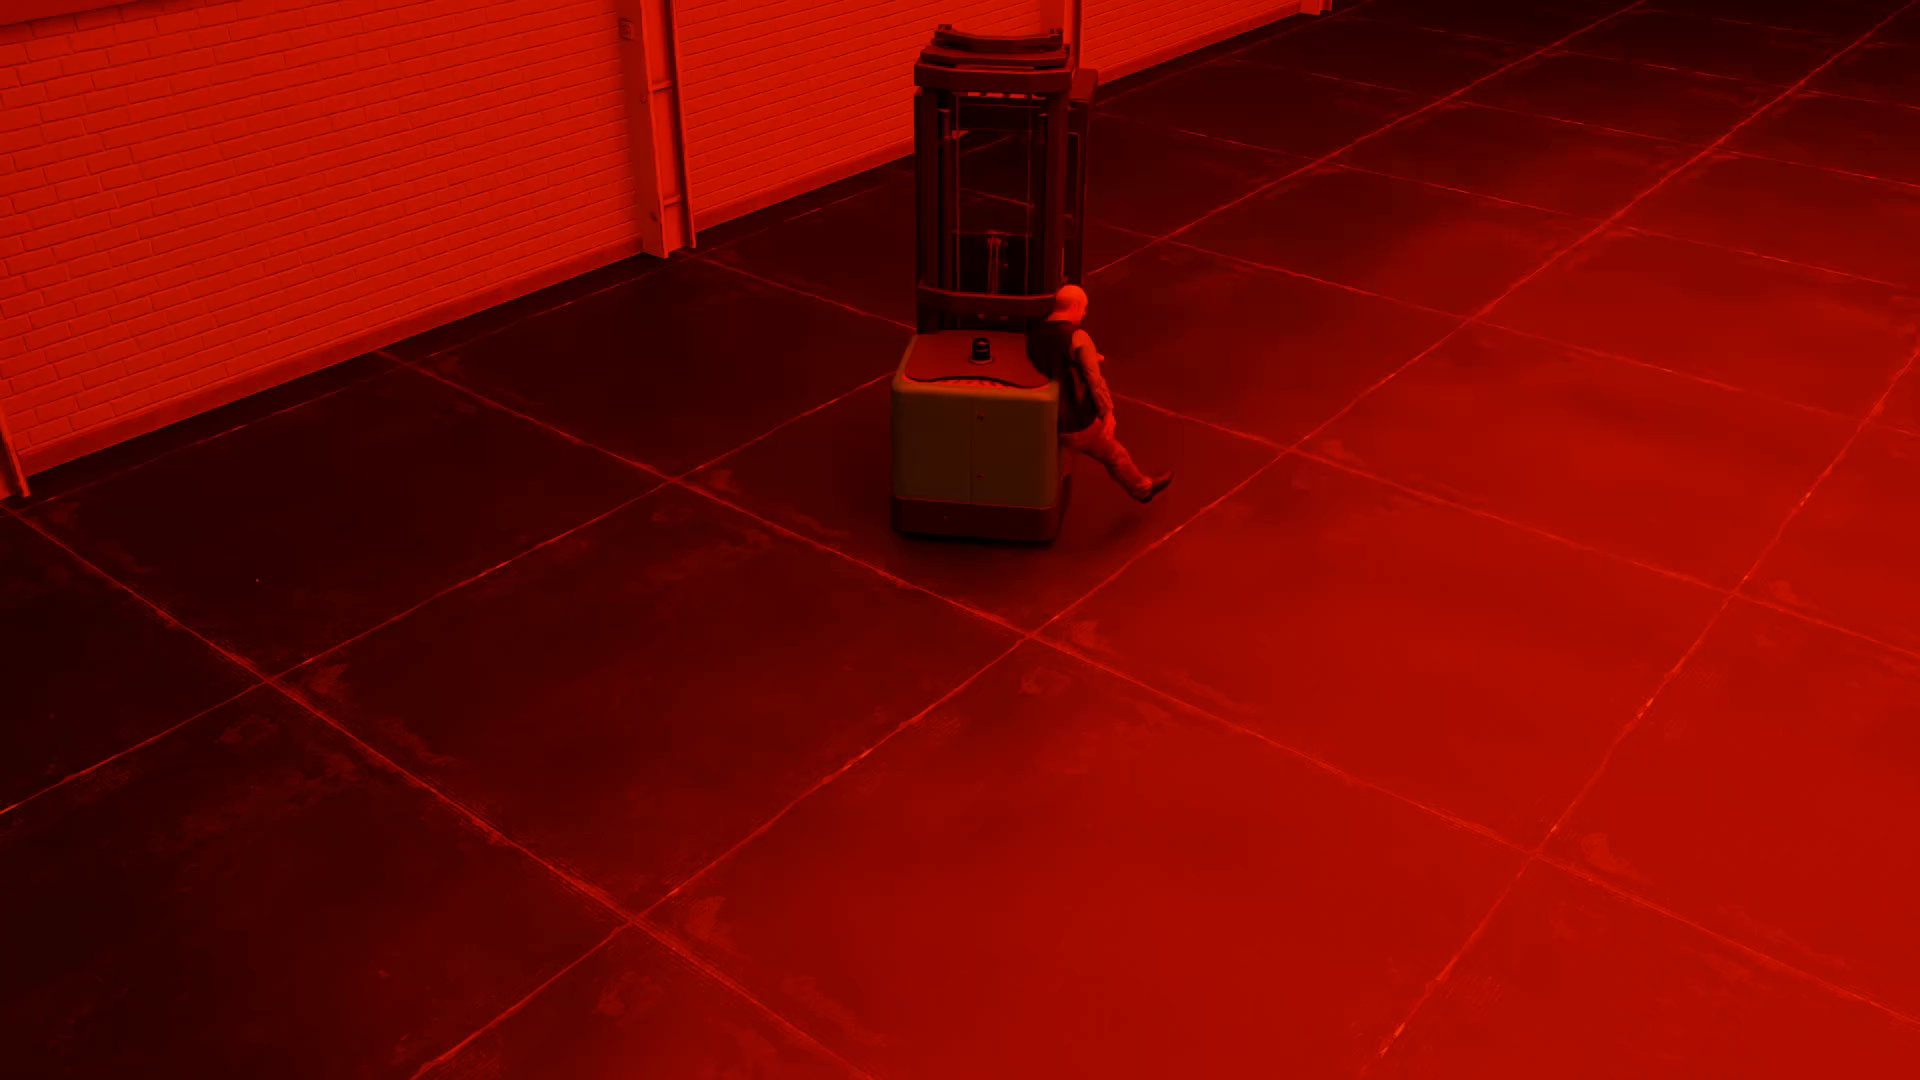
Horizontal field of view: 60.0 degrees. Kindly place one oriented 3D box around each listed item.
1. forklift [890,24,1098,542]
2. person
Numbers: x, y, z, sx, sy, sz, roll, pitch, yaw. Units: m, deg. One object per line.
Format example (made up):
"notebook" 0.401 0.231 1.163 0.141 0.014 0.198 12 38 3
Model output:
"forklift" 0.295 -1.977 10.979 1.130 2.935 3.031 4 31 7
"person" 0.792 -0.922 10.510 0.946 1.484 0.873 -23 37 -33
